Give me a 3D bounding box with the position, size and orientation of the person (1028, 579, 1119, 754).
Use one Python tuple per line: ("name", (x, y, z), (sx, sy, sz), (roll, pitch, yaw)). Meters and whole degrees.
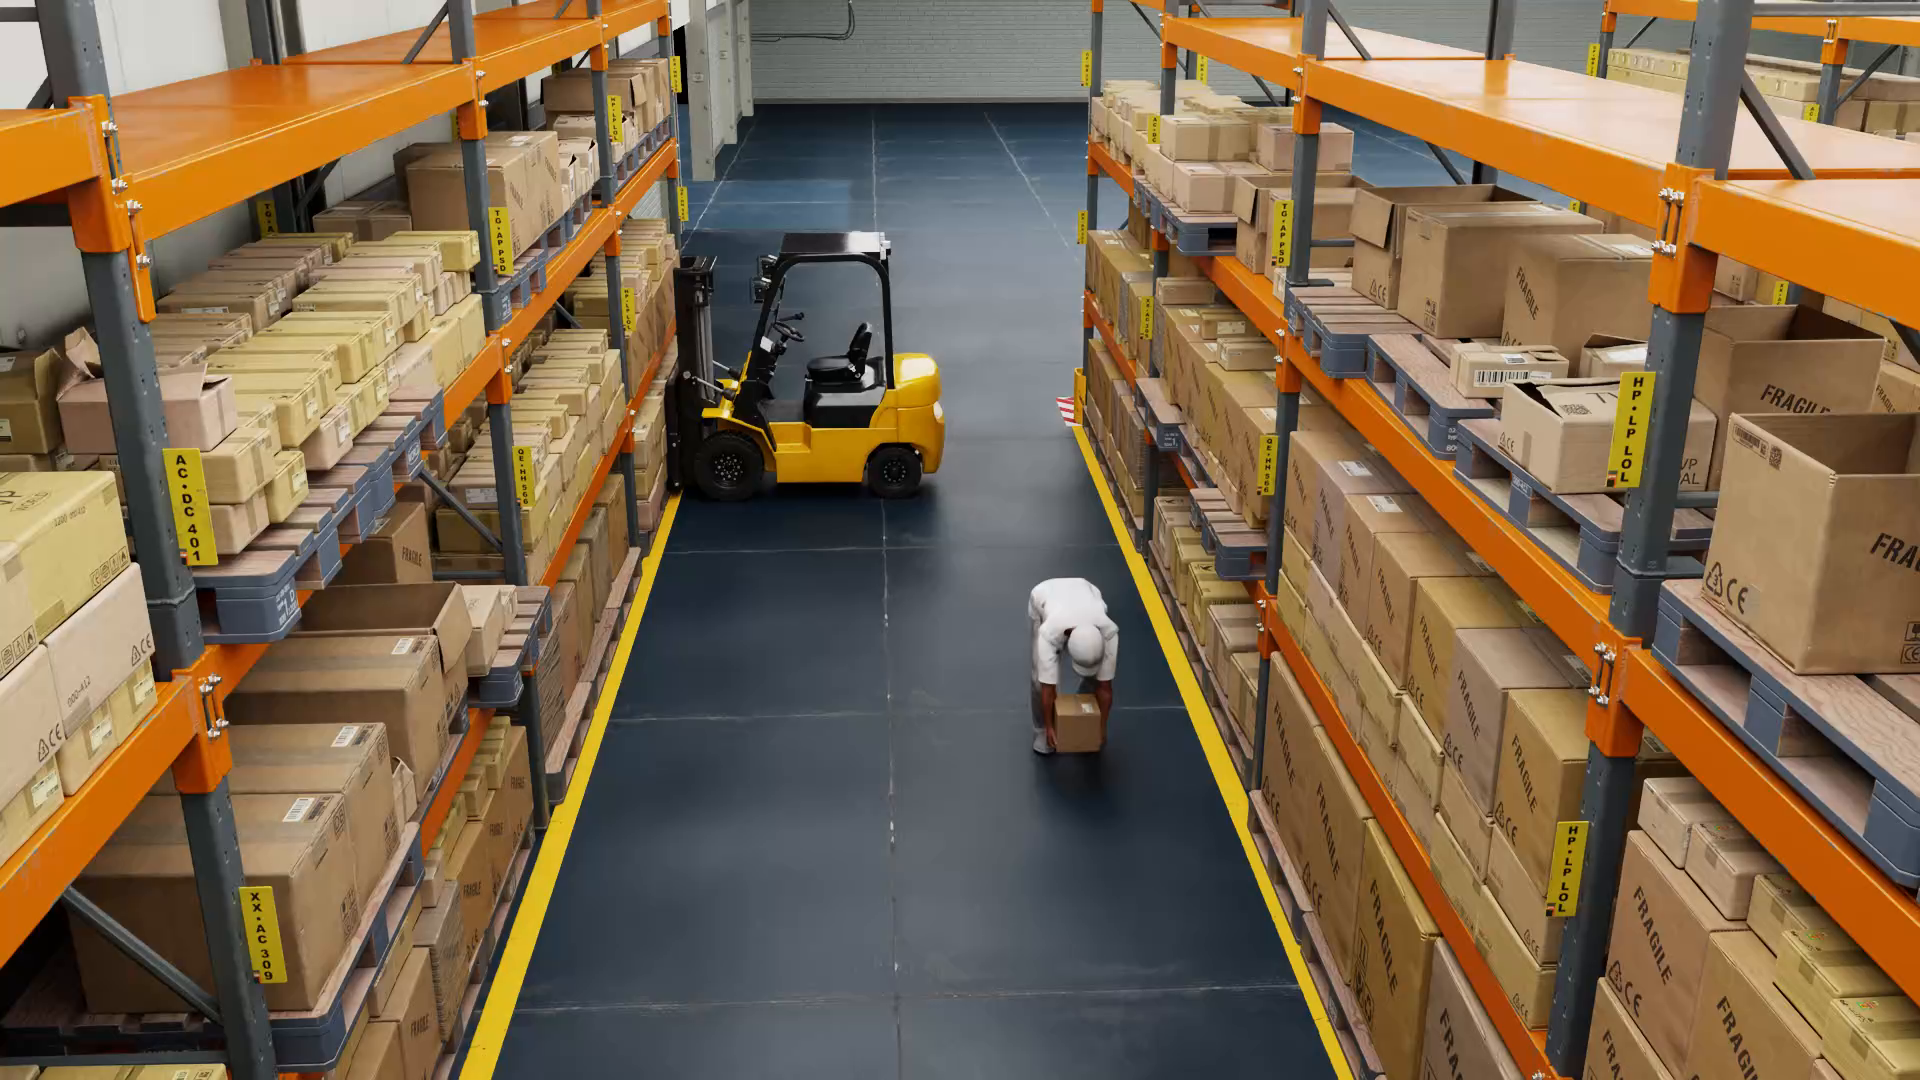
("person", (0.674, 0.820, 9.810), (0.478, 1.075, 0.982), (-2, 20, -7))
